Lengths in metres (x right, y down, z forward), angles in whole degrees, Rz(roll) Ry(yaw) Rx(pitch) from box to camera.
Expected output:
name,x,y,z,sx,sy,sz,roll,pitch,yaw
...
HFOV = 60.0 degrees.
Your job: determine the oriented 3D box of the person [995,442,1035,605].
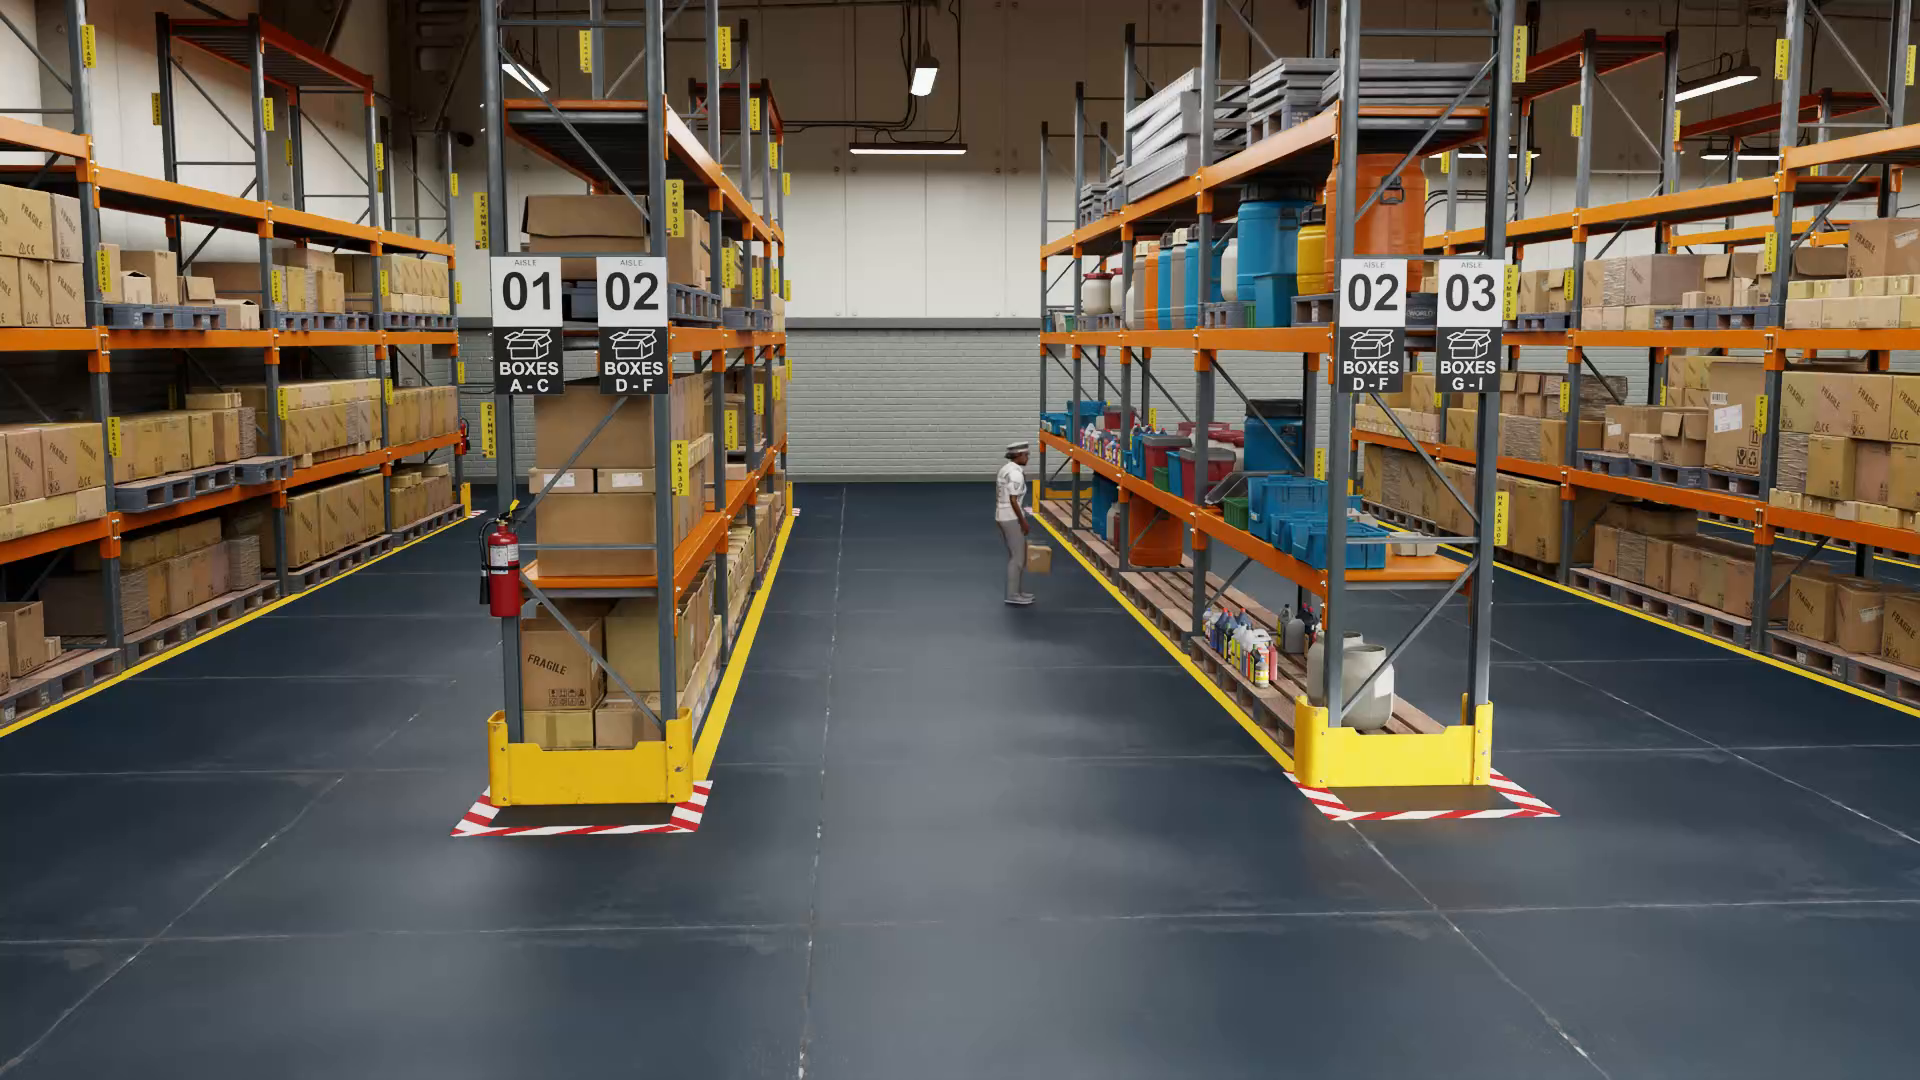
name,x,y,z,sx,sy,sz,roll,pitch,yaw
person,0.583,-0.186,17.238,0.423,1.668,0.495,-1,7,-5
